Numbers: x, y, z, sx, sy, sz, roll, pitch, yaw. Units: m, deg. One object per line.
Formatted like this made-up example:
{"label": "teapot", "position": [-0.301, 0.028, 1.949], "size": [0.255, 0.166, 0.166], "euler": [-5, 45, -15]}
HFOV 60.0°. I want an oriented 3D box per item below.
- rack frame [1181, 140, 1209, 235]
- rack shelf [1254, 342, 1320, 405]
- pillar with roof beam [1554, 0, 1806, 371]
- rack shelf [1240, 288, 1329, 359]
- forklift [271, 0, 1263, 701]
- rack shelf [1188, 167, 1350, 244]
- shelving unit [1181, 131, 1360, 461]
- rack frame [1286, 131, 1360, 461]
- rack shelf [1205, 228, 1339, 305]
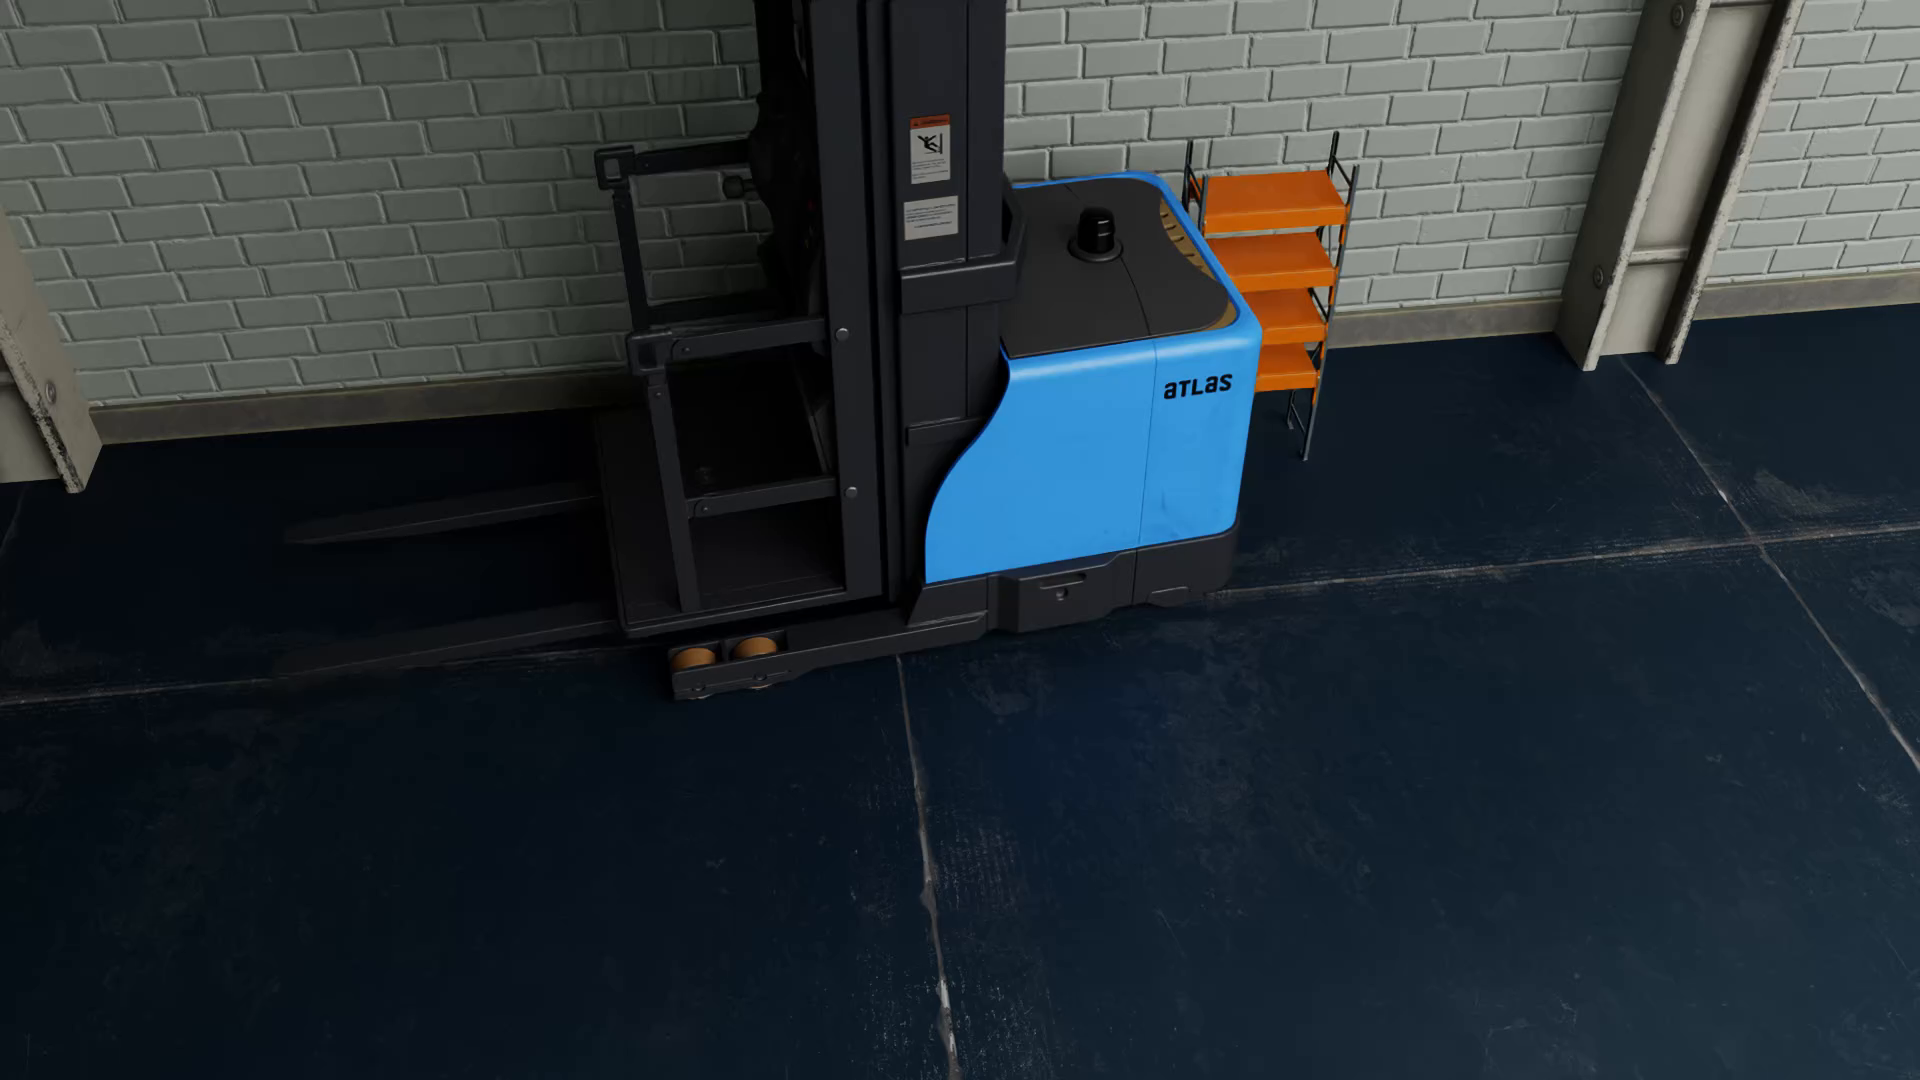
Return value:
{"label": "rack frame", "position": [0.761, -0.774, 5.713], "size": [0.015, 1.200, 0.240], "euler": [-5, 42, -5]}
{"label": "rack shelf", "position": [1.004, -0.597, 5.913], "size": [0.480, 0.148, 0.258], "euler": [-5, 42, -5]}
{"label": "pillar with roof beam", "position": [3.158, -1.260, 0.429], "size": [0.400, 9.000, 9.100], "euler": [-5, 42, -6]}
{"label": "rack shelf", "position": [1.004, -0.745, 5.780], "size": [0.480, 0.148, 0.258], "euler": [-5, 42, -5]}
{"label": "forklift", "position": [-0.669, -0.982, 4.650], "size": [3.031, 2.935, 1.130], "euler": [-9, 43, -10]}
{"label": "rack shelf", "position": [1.004, -1.087, 5.472], "size": [0.480, 0.148, 0.258], "euler": [-5, 42, -5]}
{"label": "shelving unit", "position": [1.004, -0.795, 5.735], "size": [0.503, 1.200, 0.258], "euler": [-5, 42, -5]}
{"label": "rack frame", "position": [1.246, -0.815, 5.758], "size": [0.015, 1.200, 0.240], "euler": [-5, 42, -5]}
{"label": "rack shelf", "position": [1.004, -0.911, 5.630], "size": [0.480, 0.148, 0.258], "euler": [-5, 42, -5]}
